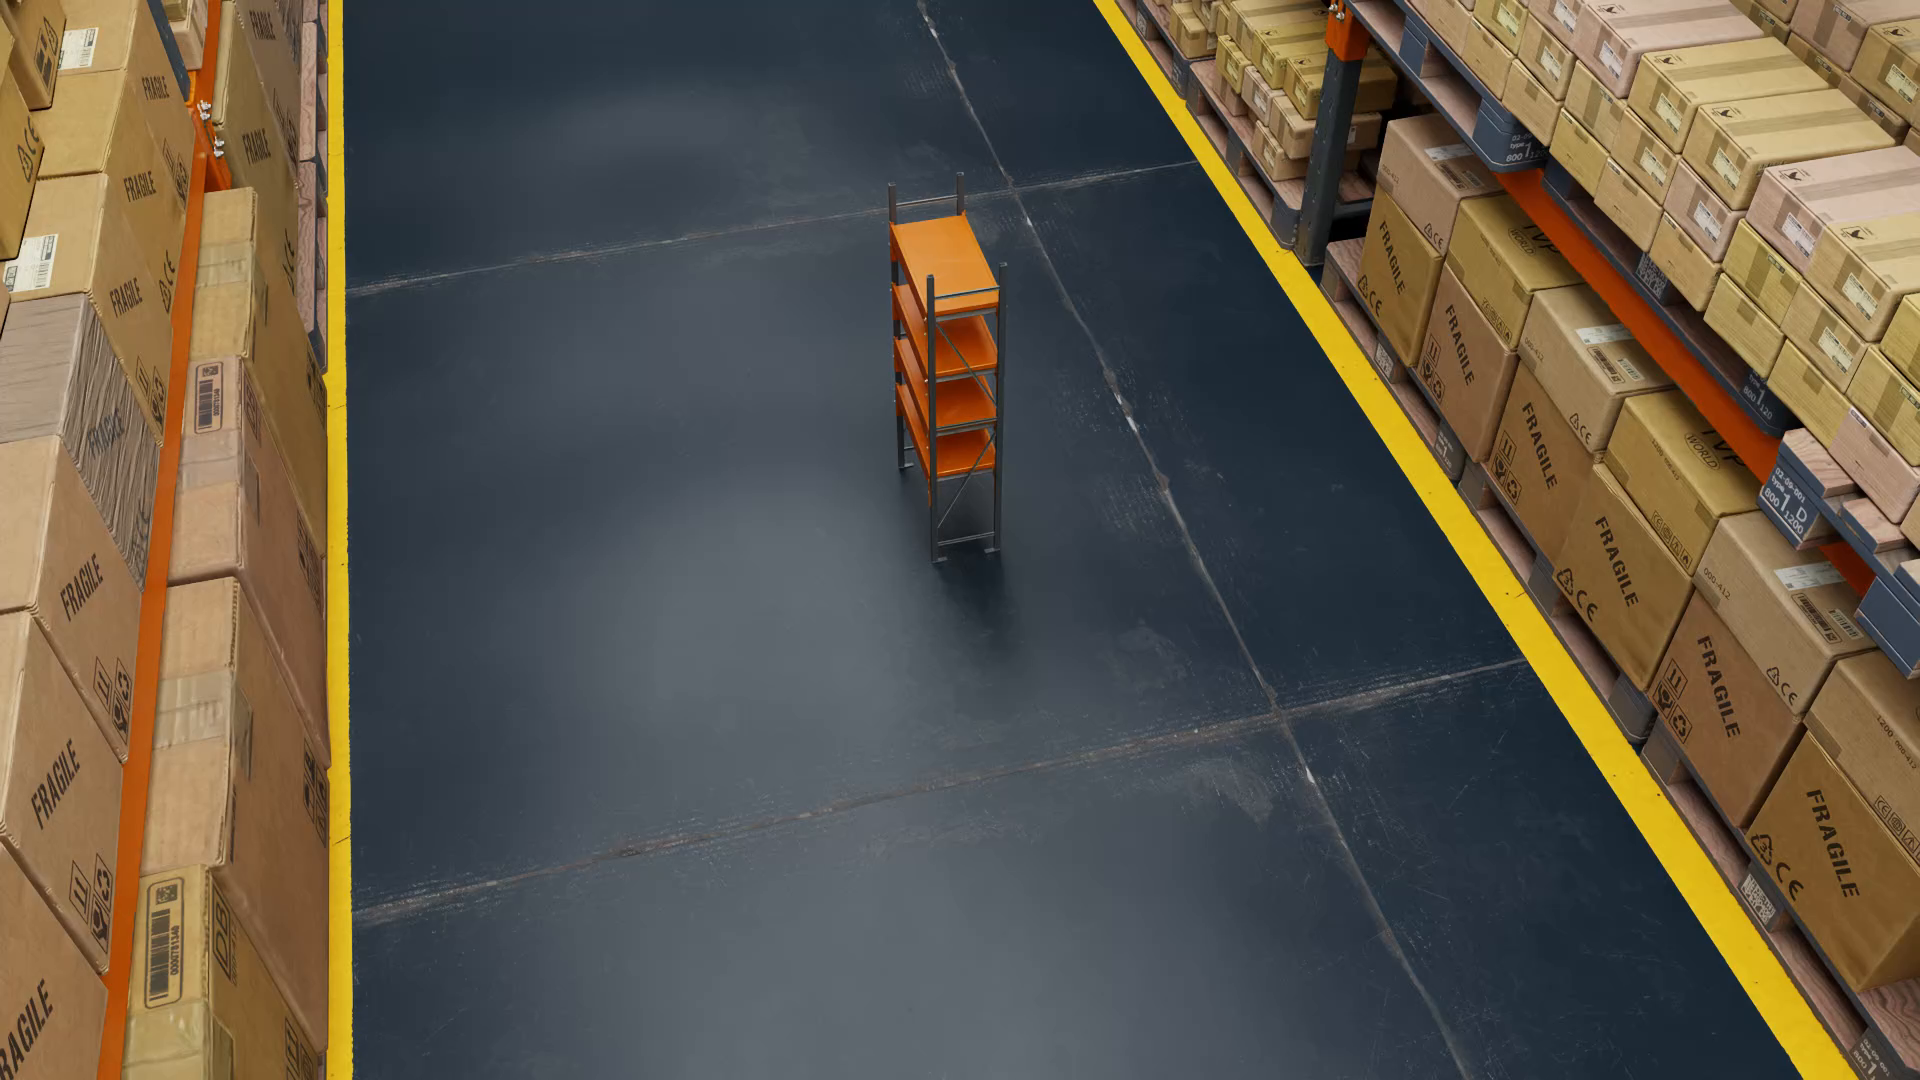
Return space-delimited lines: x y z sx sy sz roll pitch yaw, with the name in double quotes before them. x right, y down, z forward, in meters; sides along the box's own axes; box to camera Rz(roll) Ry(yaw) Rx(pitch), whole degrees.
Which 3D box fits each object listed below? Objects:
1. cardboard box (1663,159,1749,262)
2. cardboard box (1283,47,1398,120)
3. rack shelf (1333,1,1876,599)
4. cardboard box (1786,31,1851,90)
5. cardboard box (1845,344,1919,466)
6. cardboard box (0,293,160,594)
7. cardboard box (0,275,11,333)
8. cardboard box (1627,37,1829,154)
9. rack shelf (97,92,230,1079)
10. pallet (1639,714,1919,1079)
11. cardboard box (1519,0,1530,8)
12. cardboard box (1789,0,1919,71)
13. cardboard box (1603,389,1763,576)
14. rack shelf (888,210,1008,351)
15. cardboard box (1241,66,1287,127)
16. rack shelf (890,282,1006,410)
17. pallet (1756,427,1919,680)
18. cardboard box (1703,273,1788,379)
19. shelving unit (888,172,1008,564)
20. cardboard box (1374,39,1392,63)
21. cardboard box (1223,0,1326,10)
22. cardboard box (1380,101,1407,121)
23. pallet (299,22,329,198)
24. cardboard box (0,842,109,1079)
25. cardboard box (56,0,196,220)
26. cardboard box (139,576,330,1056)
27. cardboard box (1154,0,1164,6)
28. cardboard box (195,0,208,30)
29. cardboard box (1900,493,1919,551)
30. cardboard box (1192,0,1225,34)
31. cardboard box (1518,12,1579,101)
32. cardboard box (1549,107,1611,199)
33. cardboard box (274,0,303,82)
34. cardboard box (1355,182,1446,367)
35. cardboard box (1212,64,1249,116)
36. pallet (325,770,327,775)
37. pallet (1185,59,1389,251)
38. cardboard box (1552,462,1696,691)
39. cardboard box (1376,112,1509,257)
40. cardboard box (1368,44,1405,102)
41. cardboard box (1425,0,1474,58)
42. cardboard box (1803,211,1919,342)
"cardboard box" 2.010 -0.848 4.155 0.380 0.149 0.250 -10 46 -9
"cardboard box" 1.542 -1.854 6.753 0.380 0.149 0.250 -9 46 -9
"rack shelf" 2.396 -0.666 4.806 1.077 0.370 4.000 -11 47 -10
"cardboard box" 2.518 -1.314 4.611 0.380 0.149 0.250 -11 47 -10
"cardboard box" 2.202 -0.323 3.640 0.380 0.149 0.250 -10 46 -9
"cardboard box" -2.168 -0.175 3.751 0.500 0.500 0.500 -11 47 -10
"cardboard box" -2.426 -0.506 3.374 0.797 0.503 0.637 -9 46 -9
"cardboard box" 1.945 -1.132 4.225 0.380 0.149 0.250 -9 46 -9
"rack shelf" -2.424 0.171 3.986 1.077 0.370 4.000 -11 47 -10
"pallet" 2.710 0.899 4.721 1.003 0.211 1.213 -11 47 -10
"cardboard box" 1.743 -1.668 4.750 0.380 0.149 0.250 -11 47 -11
"cardboard box" 2.509 -1.425 4.511 0.380 0.149 0.250 -13 47 -12
"cardboard box" 2.225 -0.197 4.773 0.500 0.250 0.500 -10 46 -9
"rack shelf" -0.042 -0.809 5.153 0.258 0.148 0.480 -11 47 -10
"cardboard box" 1.415 -1.896 7.002 0.380 0.149 0.250 -13 47 -12
"rack shelf" -0.042 -0.644 5.322 0.258 0.148 0.480 -11 47 -10
"pallet" 2.623 0.057 3.728 1.213 0.211 1.003 -11 47 -10
"cardboard box" 2.079 -0.560 4.081 0.380 0.149 0.250 -13 47 -12
"shelving unit" -0.042 -0.534 5.433 0.258 1.200 0.503 -11 47 -10
"cardboard box" 1.983 -2.133 7.026 0.380 0.149 0.250 -9 46 -8
"cardboard box" 1.376 -2.387 7.275 0.380 0.149 0.250 -9 46 -9
"cardboard box" 2.034 -1.942 7.255 0.380 0.149 0.250 -9 46 -9
"pallet" -3.371 -1.869 7.434 1.003 0.211 1.213 -11 47 -10
"cardboard box" -1.773 0.880 2.718 0.500 0.500 0.500 -9 46 -9
"cardboard box" -2.552 -1.224 4.779 0.500 0.500 0.500 -11 47 -10
"cardboard box" -2.289 0.799 4.060 1.225 0.875 0.875 -11 47 -10
"cardboard box" 1.094 -2.724 8.021 0.380 0.149 0.250 -11 47 -10
"cardboard box" -2.758 -1.820 5.610 0.380 0.149 0.250 -12 47 -12
"cardboard box" 2.276 -0.025 3.556 0.380 0.149 0.250 -11 47 -10
"cardboard box" 1.276 -2.441 7.536 0.380 0.149 0.250 -10 46 -9
"cardboard box" 1.814 -1.384 4.680 0.380 0.149 0.250 -9 46 -9
"cardboard box" 1.880 -1.101 4.611 0.380 0.149 0.250 -11 47 -11
"cardboard box" -3.486 -2.571 7.363 0.875 0.875 0.875 -11 47 -10
"cardboard box" 1.817 -1.012 6.098 0.500 0.500 0.500 -9 46 -9
"cardboard box" 1.339 -2.022 7.333 0.380 0.149 0.250 -12 47 -12
"pallet" -2.350 0.877 4.743 1.003 0.211 1.213 -11 47 -10
"pallet" 1.678 -1.780 7.347 1.003 0.211 1.213 -11 47 -10
"cardboard box" 2.207 0.063 5.044 0.500 0.500 0.500 -13 47 -12
"cardboard box" 1.818 -1.275 5.830 0.500 0.250 0.500 -13 47 -12
"cardboard box" 1.949 -2.019 7.122 0.380 0.149 0.250 -10 46 -10
"cardboard box" 1.678 -1.638 5.137 0.380 0.149 0.250 -10 46 -10
"cardboard box" 2.139 -0.597 3.701 0.380 0.149 0.250 -9 46 -9
